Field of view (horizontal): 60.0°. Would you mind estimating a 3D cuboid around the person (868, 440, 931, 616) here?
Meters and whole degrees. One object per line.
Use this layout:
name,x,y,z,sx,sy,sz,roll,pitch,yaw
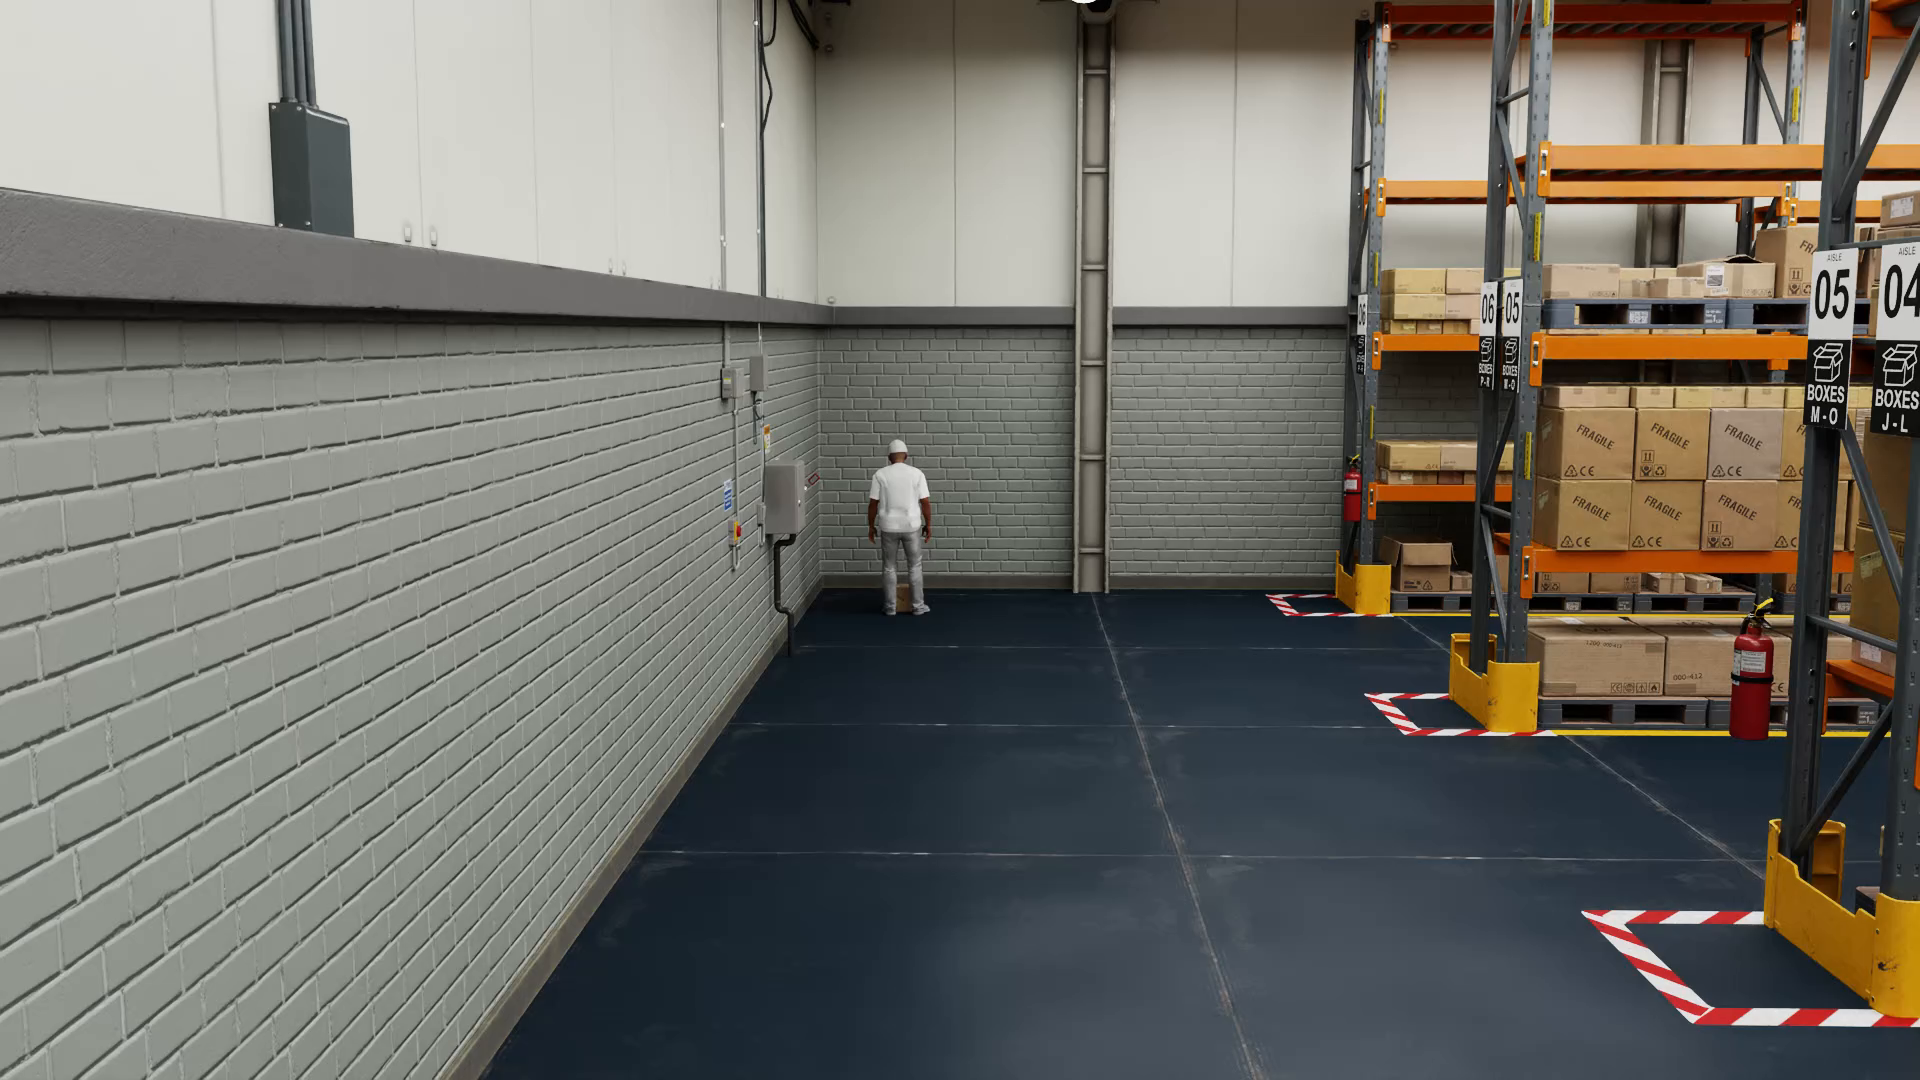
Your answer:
person,-0.604,-0.129,16.715,0.636,1.761,0.454,0,7,-2
